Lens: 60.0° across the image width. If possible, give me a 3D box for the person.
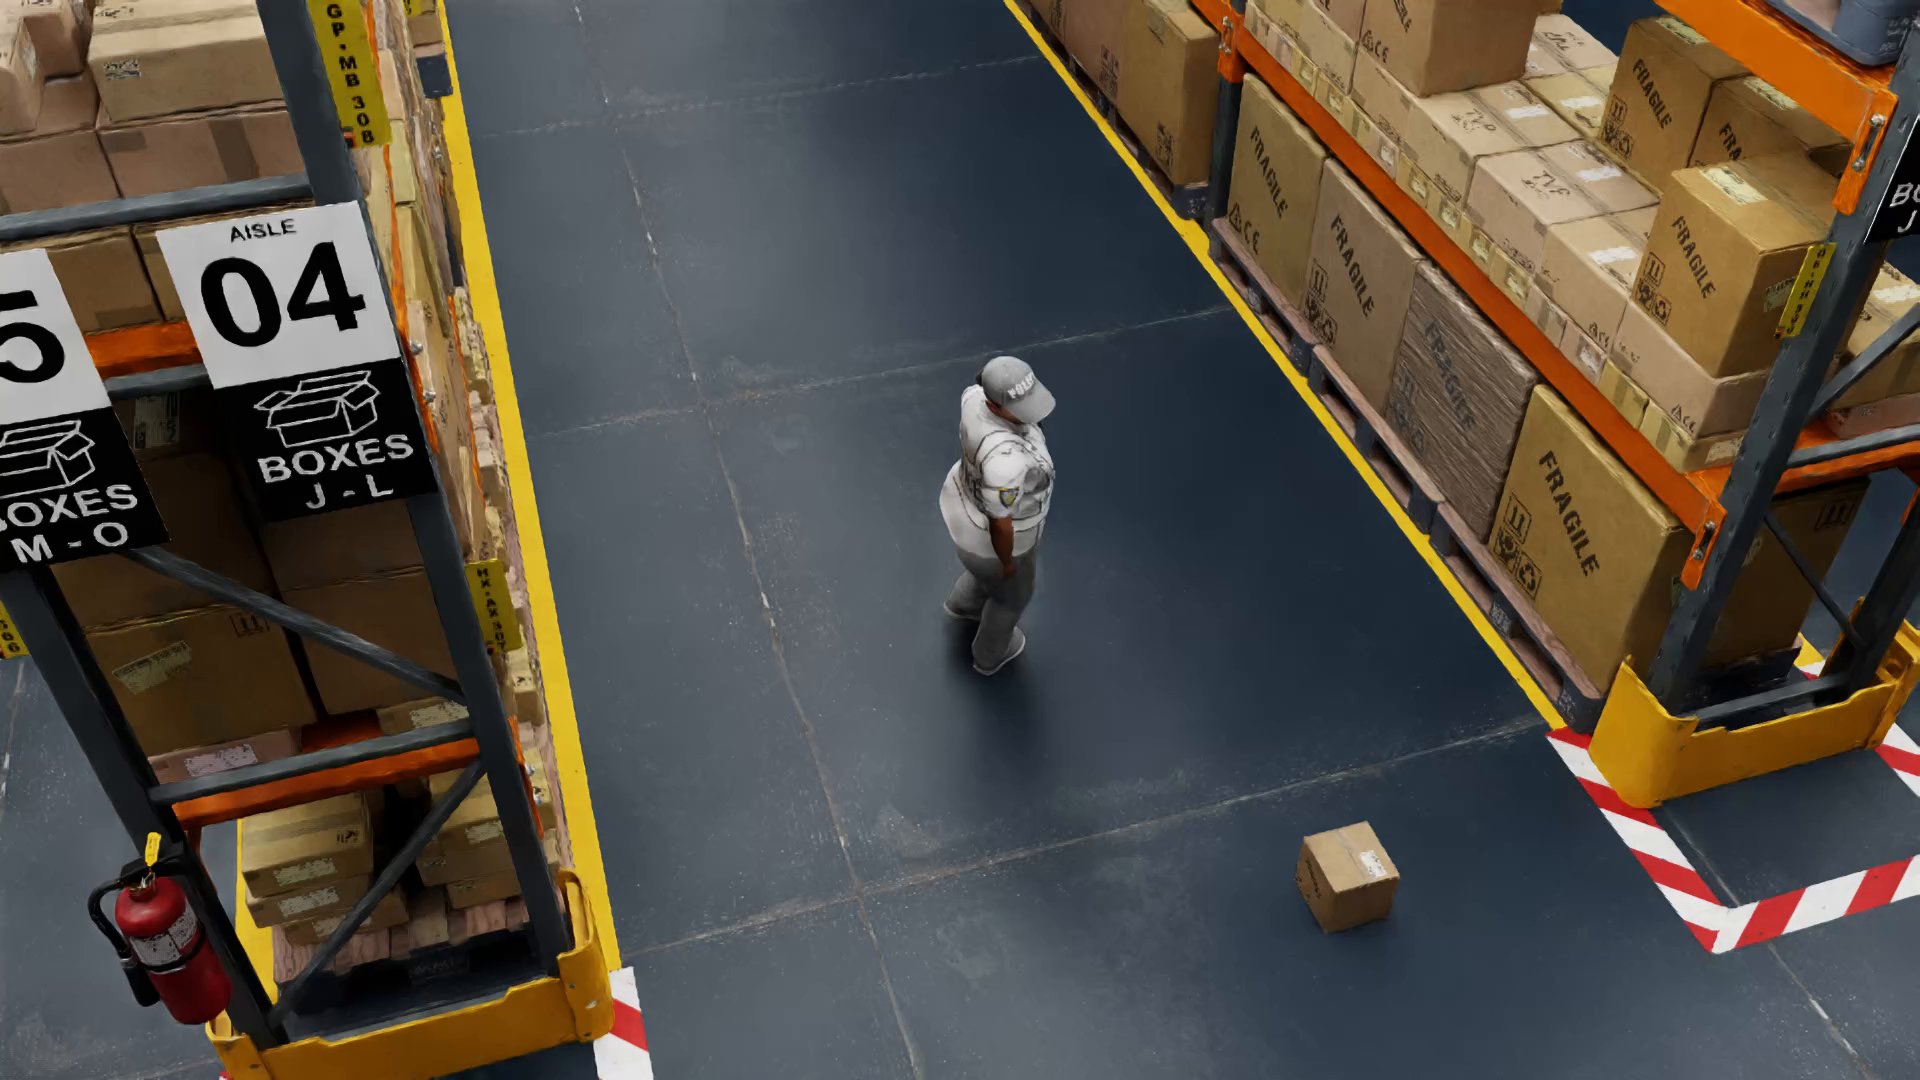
[{"bbox_3d":[0.147,-0.099,6.281,0.448,1.656,0.660,-12,44,-13],"label":"person"}]
